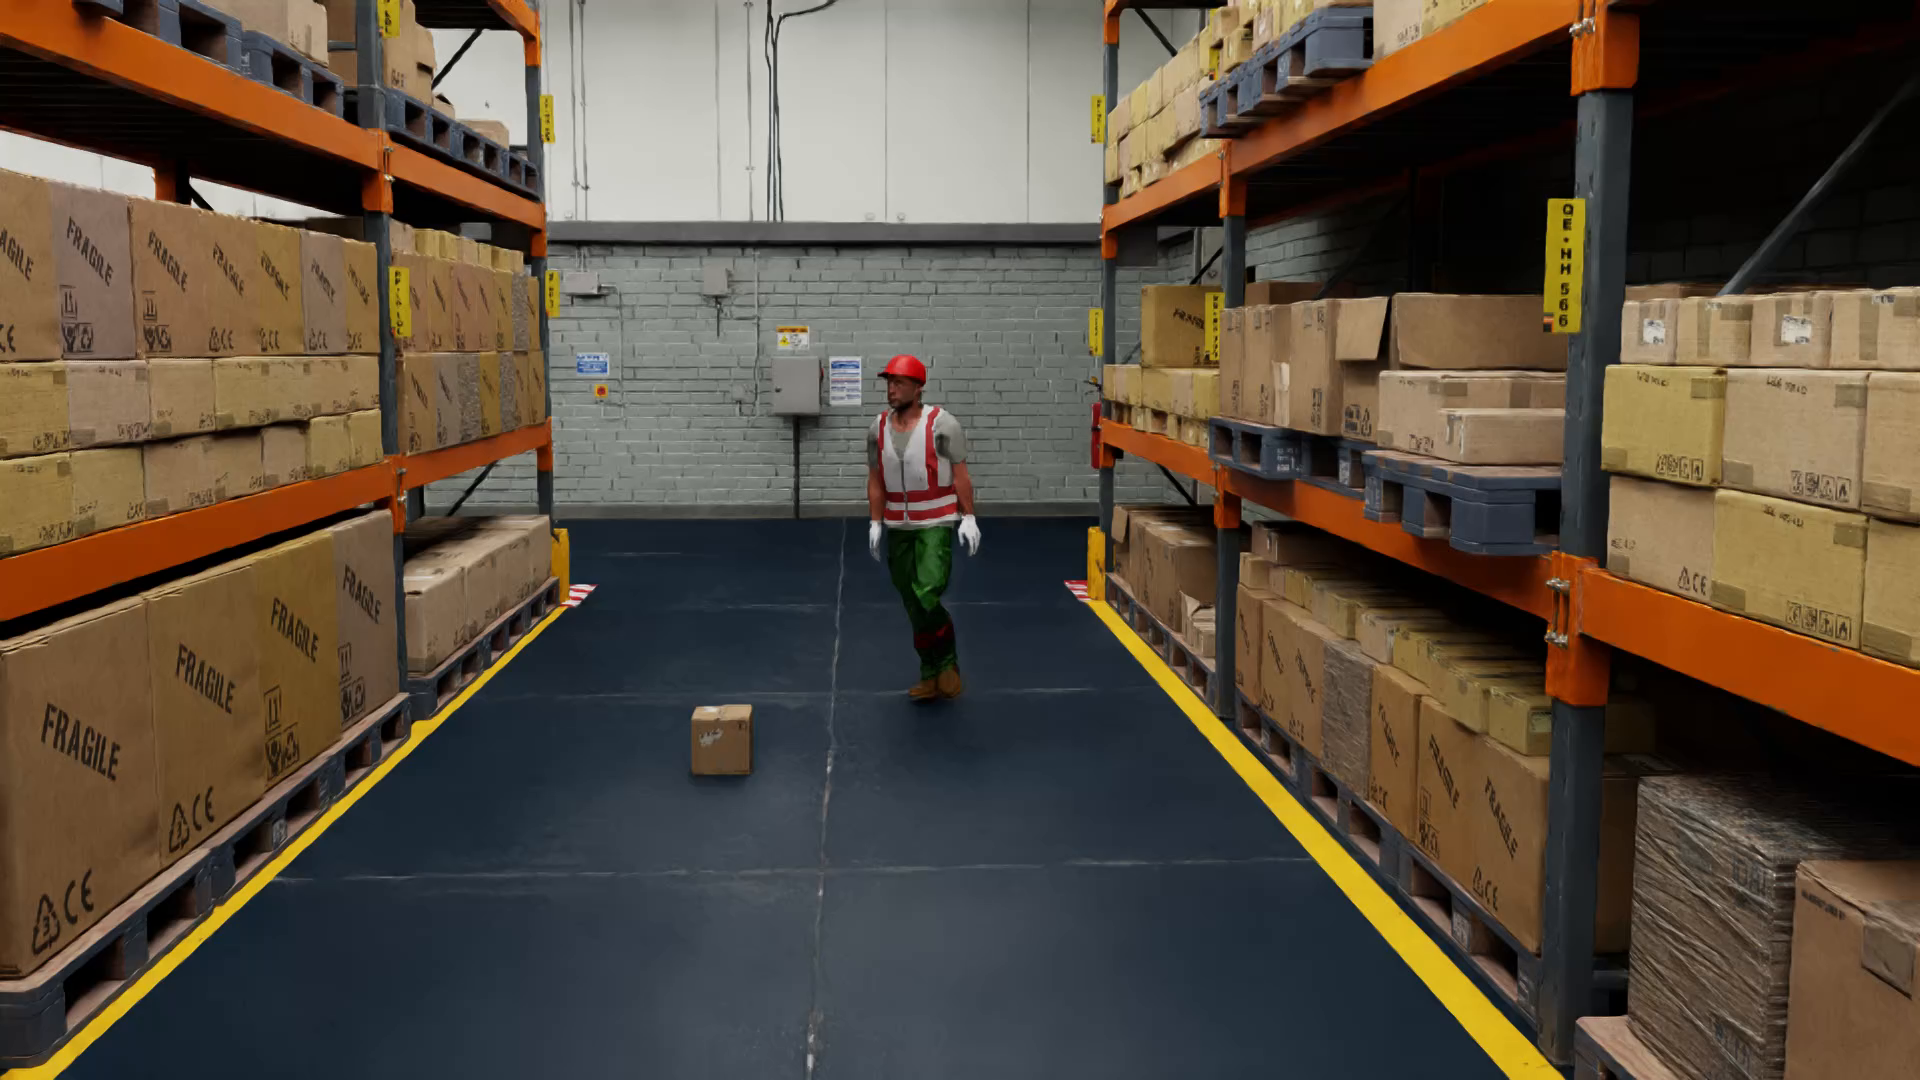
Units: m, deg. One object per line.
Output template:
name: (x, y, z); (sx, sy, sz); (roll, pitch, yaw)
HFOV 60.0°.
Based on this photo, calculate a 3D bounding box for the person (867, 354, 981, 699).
person: (-0.212, -0.061, 8.496); (0.581, 1.772, 0.497); (4, 8, 29)
